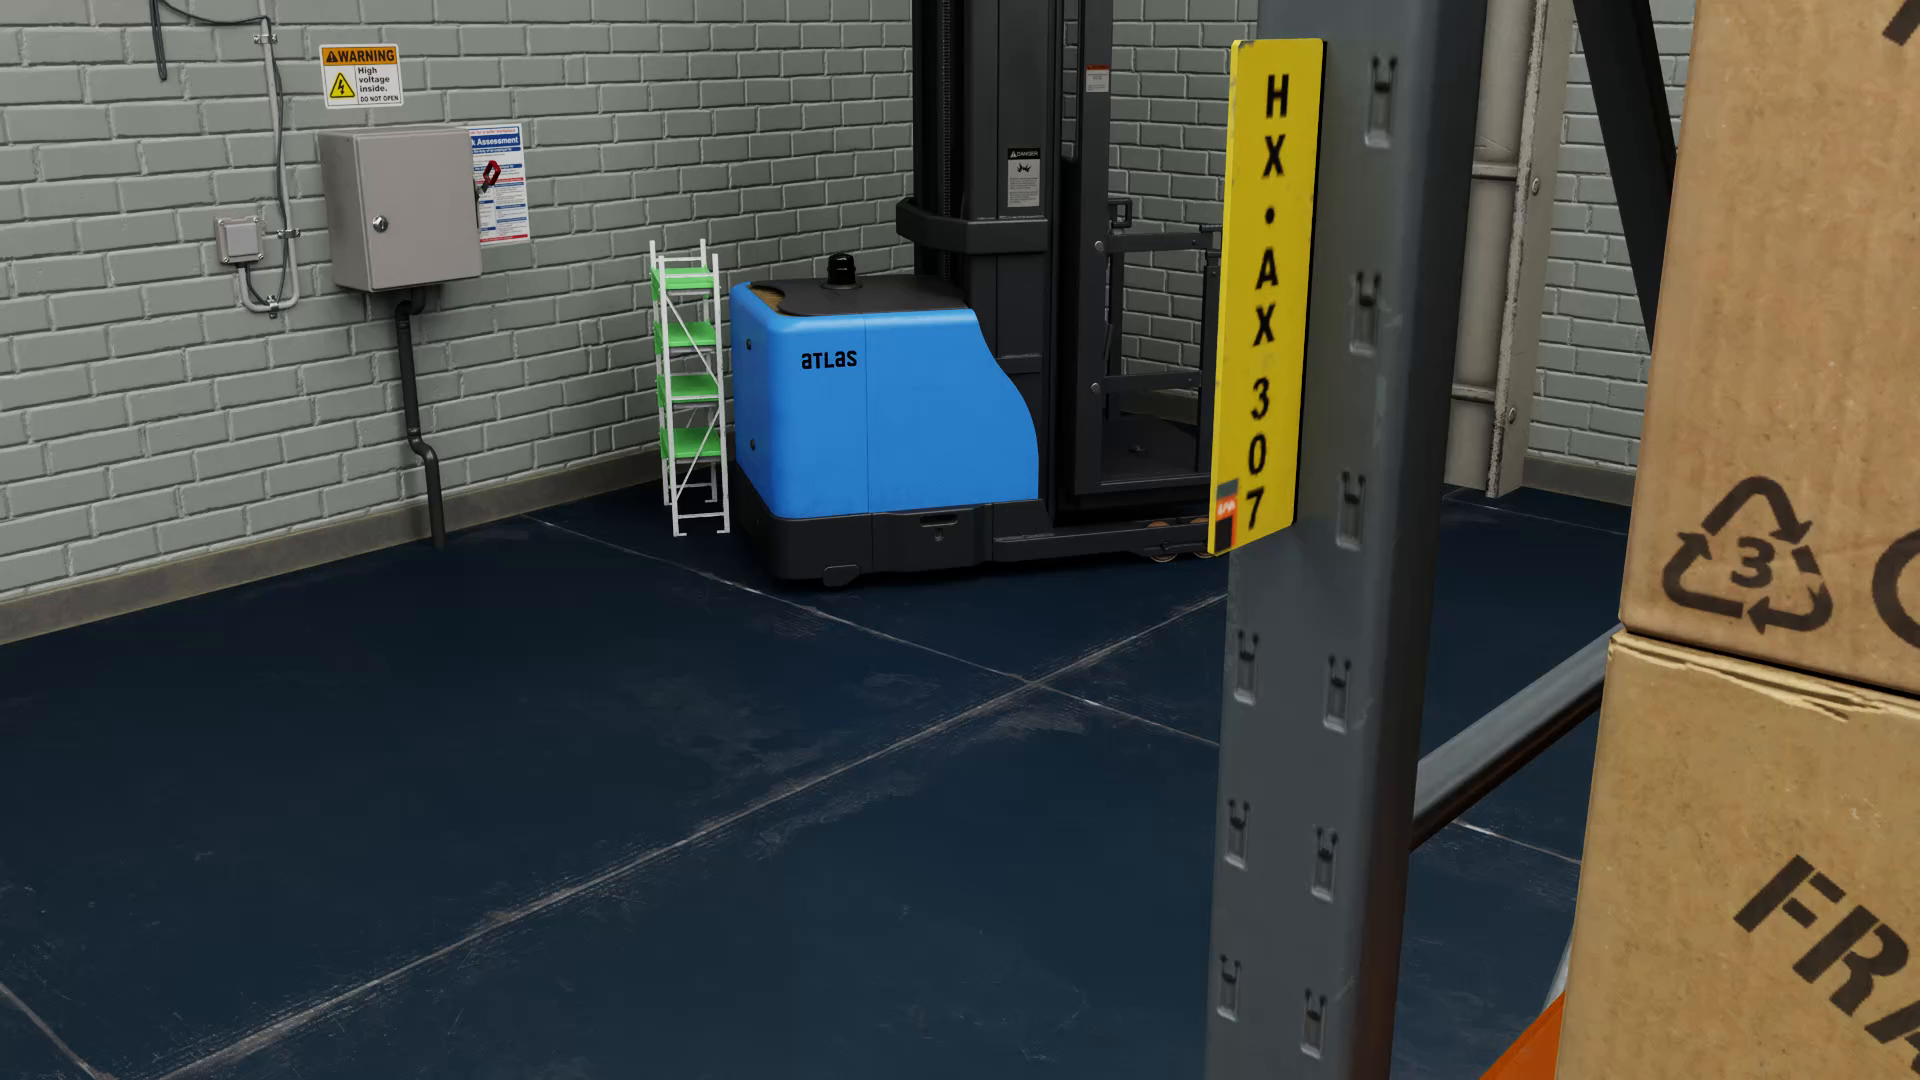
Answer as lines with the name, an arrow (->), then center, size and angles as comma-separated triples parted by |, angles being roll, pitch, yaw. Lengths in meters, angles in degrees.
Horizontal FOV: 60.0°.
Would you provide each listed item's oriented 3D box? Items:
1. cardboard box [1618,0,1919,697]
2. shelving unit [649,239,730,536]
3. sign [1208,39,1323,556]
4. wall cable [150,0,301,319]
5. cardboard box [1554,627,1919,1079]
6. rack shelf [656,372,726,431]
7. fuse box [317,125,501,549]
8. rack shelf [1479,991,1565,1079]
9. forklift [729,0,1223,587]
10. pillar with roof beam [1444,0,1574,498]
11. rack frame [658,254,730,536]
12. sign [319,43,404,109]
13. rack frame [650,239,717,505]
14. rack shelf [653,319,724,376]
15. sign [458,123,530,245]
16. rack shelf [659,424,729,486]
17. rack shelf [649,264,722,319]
cardboard box -> 0.741, -0.193, 0.942 | 0.500, 0.500, 0.500 | 14, 23, 38
shelving unit -> -1.178, -0.670, 7.240 | 0.258, 1.200, 0.503 | -4, 18, -14
sign -> 0.198, -0.155, 1.080 | 0.005, 0.325, 0.100 | 15, 23, 39
wall cable -> -2.730, -1.764, 6.030 | 0.122, 1.984, 0.588 | 15, 23, 39
cardboard box -> 0.739, 0.284, 1.091 | 0.500, 0.500, 0.500 | 15, 23, 39
rack shelf -> -1.178, -0.609, 7.260 | 0.258, 0.148, 0.480 | -4, 18, -14
fuse box -> -2.159, -0.788, 6.766 | 0.414, 1.711, 0.539 | 15, 23, 39
rack shelf -> 2.067, 0.915, 0.458 | 4.000, 0.370, 1.077 | 15, 23, 39
forklift -> 0.596, -1.451, 6.840 | 3.031, 2.935, 1.130 | -5, 18, -16
pillar with roof beam -> -0.413, -3.584, 3.528 | 0.400, 9.000, 9.100 | 15, 23, 39
rack frame -> -1.117, -0.599, 7.015 | 0.240, 1.200, 0.015 | -4, 18, -14
sign -> -2.350, -1.825, 6.538 | 0.001, 0.242, 0.339 | 15, 23, 39
rack frame -> -1.238, -0.742, 7.466 | 0.240, 1.200, 0.015 | -4, 18, -14
rack shelf -> -1.178, -0.838, 7.187 | 0.258, 0.148, 0.480 | -4, 18, -14
sign -> -1.986, -1.510, 7.068 | 0.001, 0.494, 0.329 | 15, 23, 39
rack shelf -> -1.178, -0.381, 7.332 | 0.258, 0.148, 0.480 | -4, 18, -14
rack shelf -> -1.178, -1.067, 7.114 | 0.258, 0.148, 0.480 | -4, 18, -14
